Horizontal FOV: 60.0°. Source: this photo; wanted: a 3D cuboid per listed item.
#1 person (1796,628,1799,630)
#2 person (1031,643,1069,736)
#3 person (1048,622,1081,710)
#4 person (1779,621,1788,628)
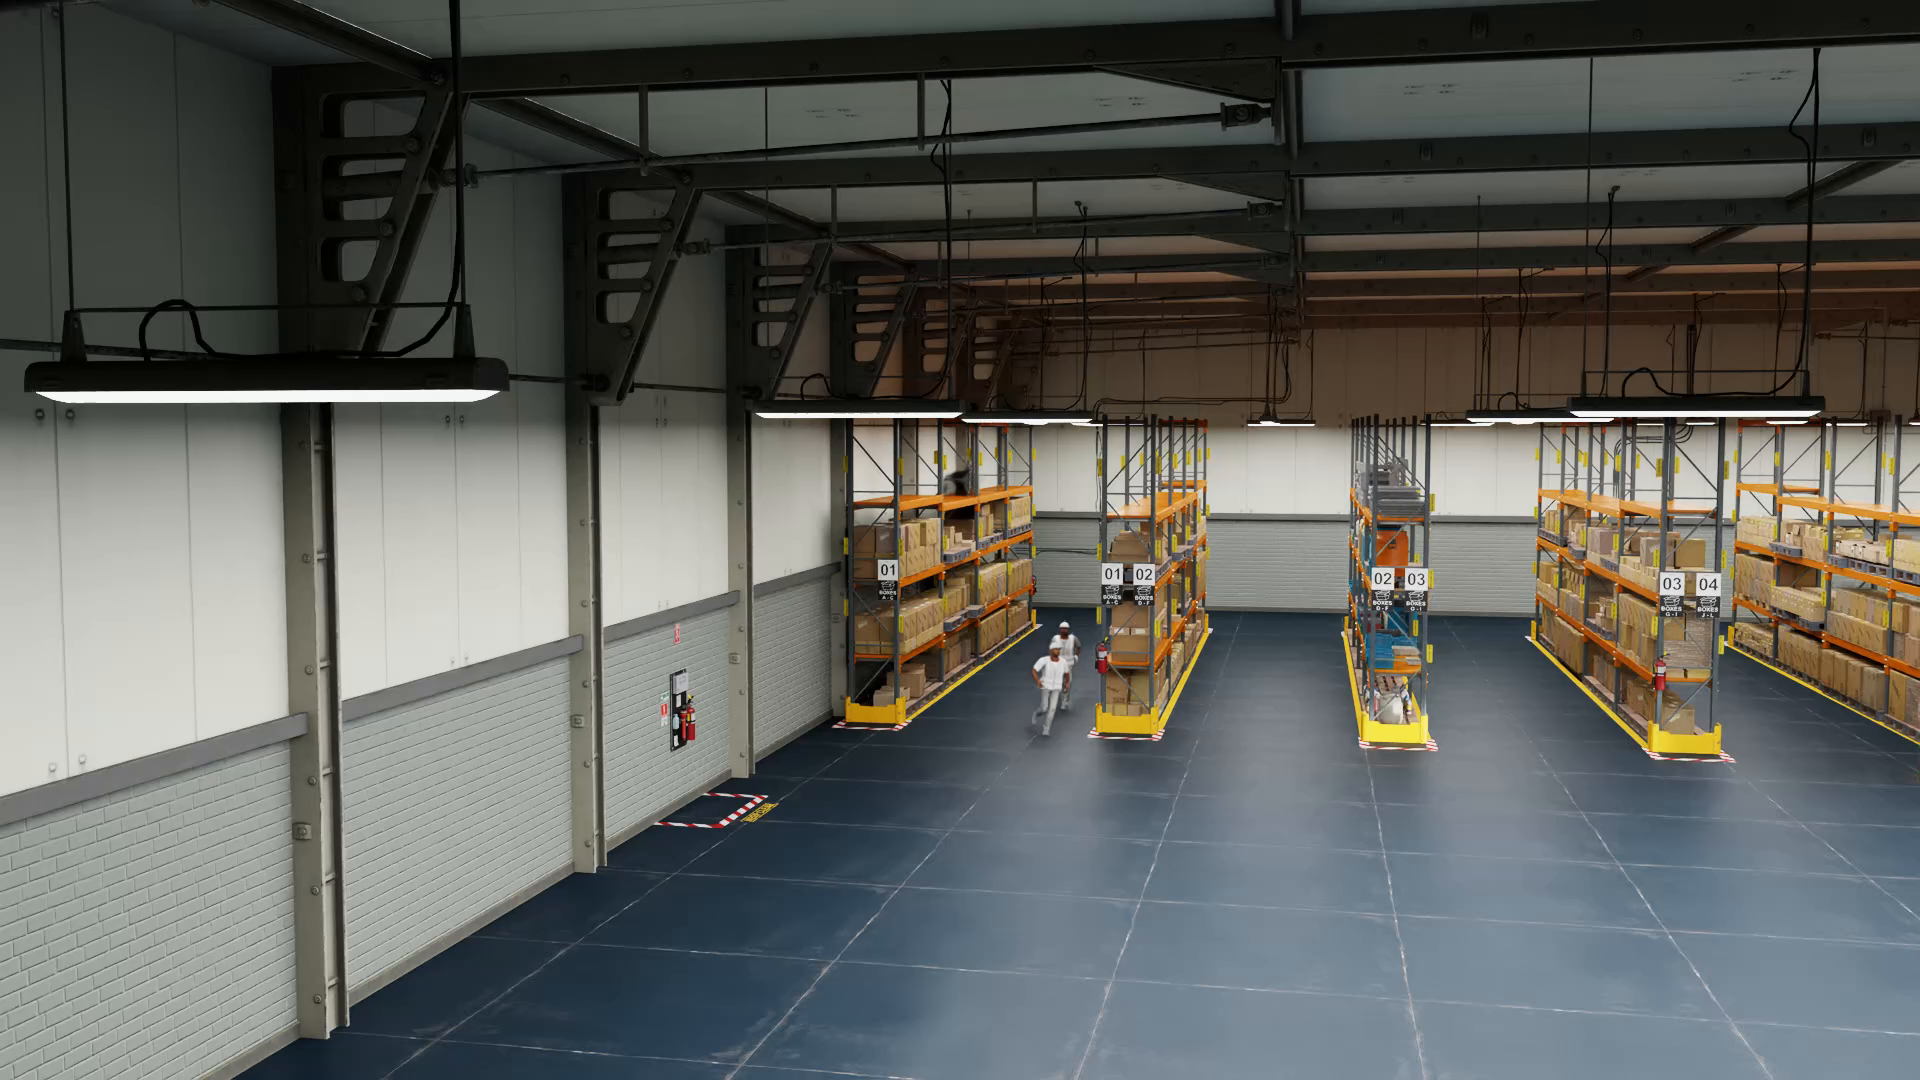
[{"bbox_3d":[22.555,1.913,44.651,0.650,1.722,0.593,0,4,7],"label":"person"},{"bbox_3d":[1.735,2.785,31.306,0.757,1.709,0.782,-1,4,-14],"label":"person"},{"bbox_3d":[2.141,2.567,34.204,0.667,1.768,0.868,0,4,7],"label":"person"},{"bbox_3d":[21.966,1.914,44.673,0.760,1.792,0.894,-3,5,-36],"label":"person"}]
